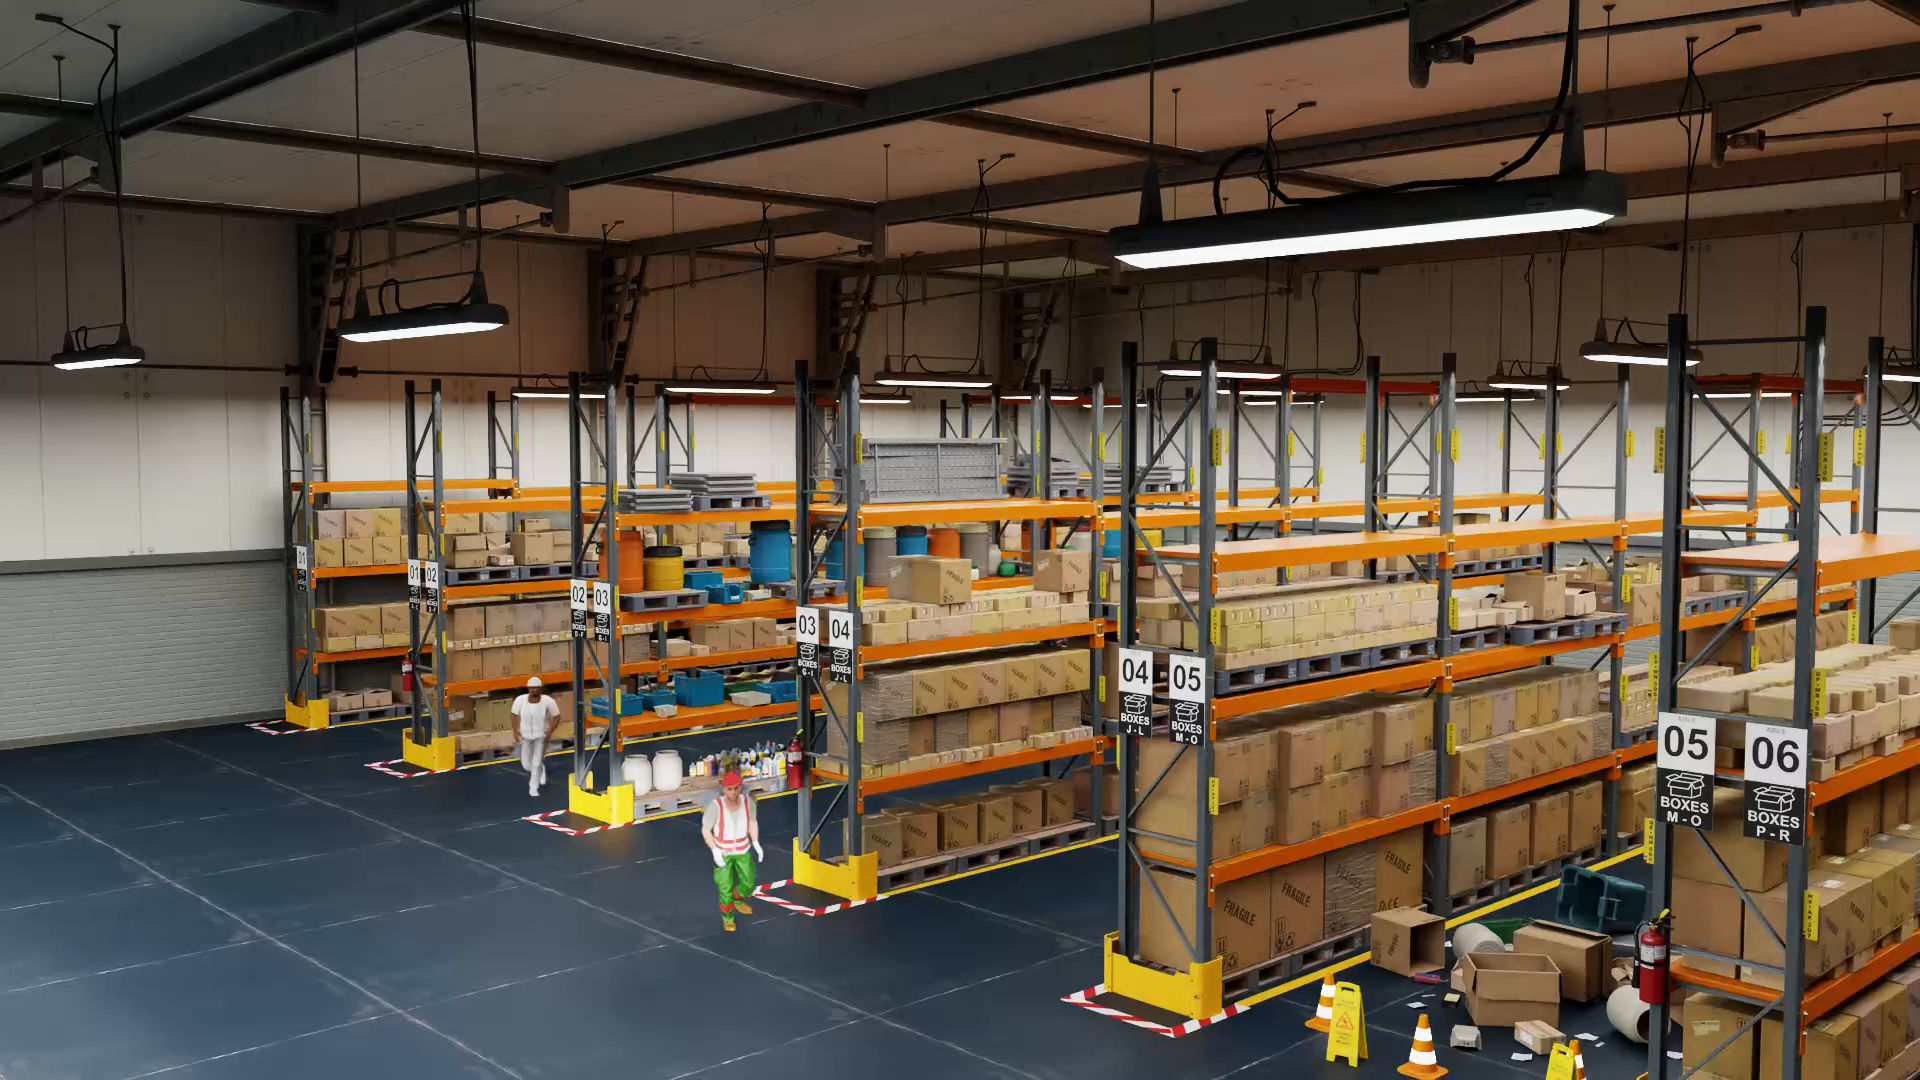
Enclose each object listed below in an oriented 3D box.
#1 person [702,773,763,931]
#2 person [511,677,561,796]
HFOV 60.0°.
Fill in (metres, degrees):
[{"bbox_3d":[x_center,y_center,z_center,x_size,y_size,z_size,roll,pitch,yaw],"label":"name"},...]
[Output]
[{"bbox_3d":[-2.386,3.209,17.233,0.648,1.704,0.786,-2,4,-24],"label":"person"},{"bbox_3d":[-6.082,2.796,23.848,0.700,1.704,0.590,0,4,2],"label":"person"}]
